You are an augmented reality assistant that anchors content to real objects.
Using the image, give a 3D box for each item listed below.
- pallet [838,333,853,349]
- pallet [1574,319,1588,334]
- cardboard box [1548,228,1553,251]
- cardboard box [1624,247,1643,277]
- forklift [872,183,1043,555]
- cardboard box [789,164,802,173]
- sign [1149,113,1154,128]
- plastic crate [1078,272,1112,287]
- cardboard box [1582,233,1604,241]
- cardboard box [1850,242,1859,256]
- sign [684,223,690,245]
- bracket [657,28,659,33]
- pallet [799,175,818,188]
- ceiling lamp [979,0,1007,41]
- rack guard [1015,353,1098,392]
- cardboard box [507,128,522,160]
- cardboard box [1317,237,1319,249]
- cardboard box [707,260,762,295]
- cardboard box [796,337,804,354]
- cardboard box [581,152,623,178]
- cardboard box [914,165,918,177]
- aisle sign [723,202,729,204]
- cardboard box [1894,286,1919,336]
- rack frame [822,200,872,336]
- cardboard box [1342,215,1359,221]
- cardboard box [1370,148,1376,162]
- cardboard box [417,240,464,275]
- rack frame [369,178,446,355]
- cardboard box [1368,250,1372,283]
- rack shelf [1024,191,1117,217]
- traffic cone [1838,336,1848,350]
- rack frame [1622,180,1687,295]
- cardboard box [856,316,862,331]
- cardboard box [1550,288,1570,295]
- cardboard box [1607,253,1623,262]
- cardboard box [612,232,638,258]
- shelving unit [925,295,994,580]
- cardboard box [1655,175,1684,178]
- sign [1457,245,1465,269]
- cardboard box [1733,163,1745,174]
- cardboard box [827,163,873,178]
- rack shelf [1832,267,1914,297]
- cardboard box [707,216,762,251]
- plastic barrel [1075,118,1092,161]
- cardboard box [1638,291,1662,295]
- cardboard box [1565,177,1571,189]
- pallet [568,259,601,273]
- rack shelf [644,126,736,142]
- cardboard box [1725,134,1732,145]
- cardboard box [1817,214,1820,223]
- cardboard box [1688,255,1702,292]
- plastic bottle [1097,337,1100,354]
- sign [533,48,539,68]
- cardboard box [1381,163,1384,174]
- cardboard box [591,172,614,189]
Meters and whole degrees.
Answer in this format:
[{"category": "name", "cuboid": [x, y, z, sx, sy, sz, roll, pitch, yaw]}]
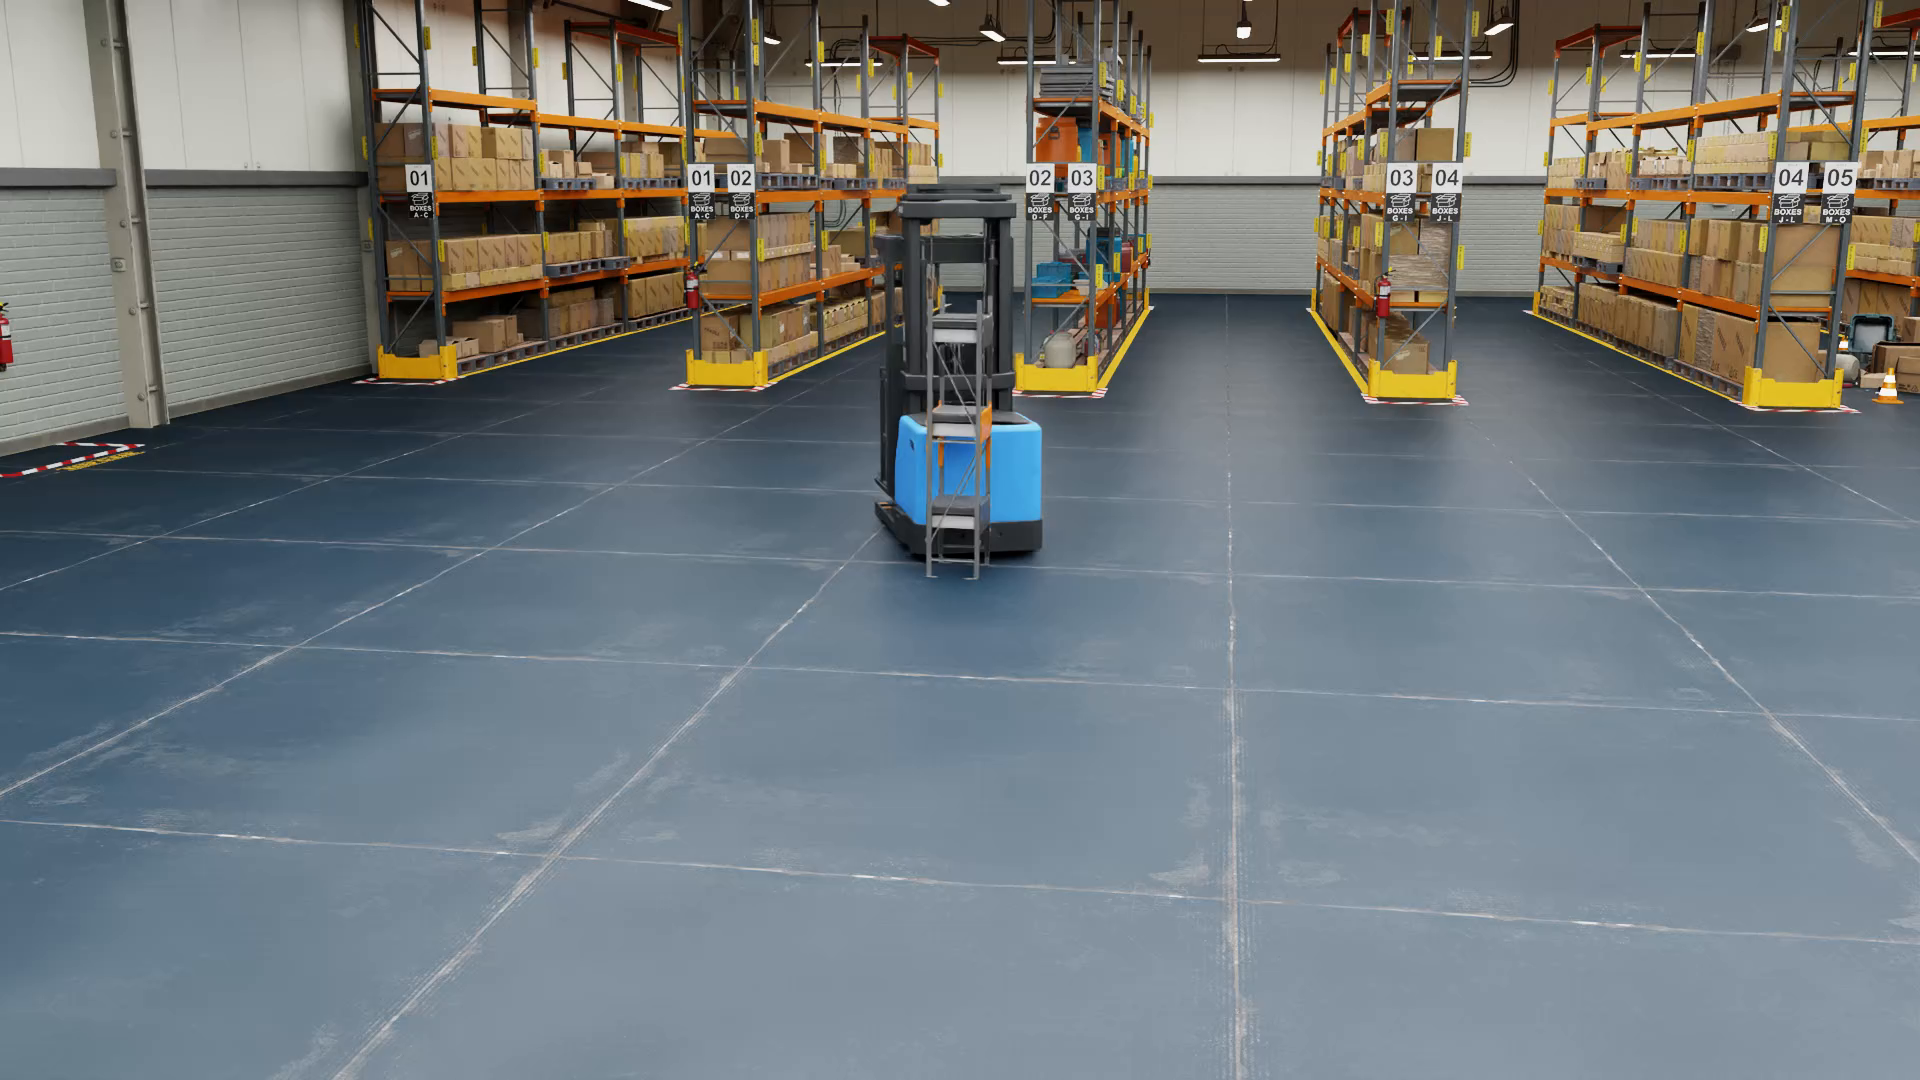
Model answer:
[{"category": "pallet", "cuboid": [-2.585, -3.674, 30.542, 1.003, 0.211, 1.213, 2, 12, 9]}, {"category": "pallet", "cuboid": [12.940, -4.265, 33.282, 1.003, 0.211, 1.213, 2, 12, 9]}, {"category": "cardboard box", "cuboid": [13.274, -6.620, 36.649, 0.500, 0.500, 0.500, 2, 12, 9]}, {"category": "cardboard box", "cuboid": [12.107, -4.922, 29.473, 0.500, 0.500, 0.500, 2, 12, 9]}, {"category": "forklift", "cuboid": [-0.143, -1.577, 14.353, 1.130, 2.935, 3.031, -3, 12, -12]}, {"category": "cardboard box", "cuboid": [-2.761, -5.986, 26.794, 0.380, 0.149, 0.250, 2, 12, 9]}, {"category": "sign", "cuboid": [4.440, -9.725, 38.527, 0.100, 0.325, 0.005, 2, 12, 9]}, {"category": "plastic crate", "cuboid": [2.147, -4.155, 26.507, 0.499, 0.251, 0.616, 2, 12, 9]}, {"category": "cardboard box", "cuboid": [12.424, -5.933, 32.590, 0.380, 0.149, 0.250, 2, 12, 8]}, {"category": "cardboard box", "cuboid": [17.566, -5.630, 32.166, 0.500, 0.250, 0.500, 2, 12, 10]}, {"category": "sign", "cuboid": [-3.995, -4.498, 24.433, 0.100, 0.325, 0.005, 2, 12, 9]}, {"category": "bracket", "cuboid": [-6.843, -11.394, 36.960, 0.235, 0.232, 0.430, 2, 12, 9]}, {"category": "pallet", "cuboid": [-2.951, -5.873, 27.215, 1.003, 0.211, 1.213, 2, 12, 9]}, {"category": "ceiling lamp", "cuboid": [0.926, -11.818, 33.613, 0.800, 3.185, 2.000, 2, 12, 9]}, {"category": "rack guard", "cuboid": [1.399, -2.430, 24.081, 1.175, 0.500, 0.348, 2, 12, 9]}, {"category": "cardboard box", "cuboid": [-7.624, -6.574, 27.598, 0.500, 0.500, 0.500, 3, 12, 12]}, {"category": "cardboard box", "cuboid": [8.448, -6.785, 38.009, 0.500, 0.250, 0.500, 2, 12, 7]}, {"category": "cardboard box", "cuboid": [-3.376, -3.941, 24.924, 0.700, 0.500, 0.500, 2, 12, 9]}, {"category": "cardboard box", "cuboid": [-2.850, -3.177, 27.147, 0.500, 0.250, 0.500, 2, 12, 9]}, {"category": "cardboard box", "cuboid": [-7.109, -7.452, 33.049, 0.700, 0.500, 0.500, 1, 12, 4]}, {"category": "cardboard box", "cuboid": [-1.220, -8.128, 36.639, 0.500, 0.250, 0.500, 2, 12, 9]}, {"category": "aisle sign", "cuboid": [-5.588, -8.562, 40.432, 0.394, 0.787, 0.004, 2, 12, 9]}, {"category": "cardboard box", "cuboid": [17.538, -4.126, 30.064, 0.875, 0.875, 0.875, 2, 12, 8]}, {"category": "rack frame", "cuboid": [-2.230, -5.461, 32.213, 1.000, 3.000, 0.127, 2, 12, 9]}, {"category": "cardboard box", "cuboid": [7.886, -6.105, 32.585, 0.797, 0.503, 0.637, 2, 12, 10]}, {"category": "cardboard box", "cuboid": [7.257, -6.319, 27.834, 0.797, 0.503, 0.637, 2, 12, 11]}, {"category": "cardboard box", "cuboid": [-7.985, -4.348, 25.577, 0.500, 0.500, 0.500, 2, 12, 9]}, {"category": "rack frame", "cuboid": [-8.356, -3.955, 25.226, 1.000, 3.000, 0.127, 2, 12, 9]}, {"category": "cardboard box", "cuboid": [6.605, -4.096, 24.936, 0.875, 0.500, 0.500, 2, 12, 9]}, {"category": "rack shelf", "cuboid": [1.741, -5.165, 25.429, 1.077, 0.370, 4.000, 2, 12, 9]}, {"category": "traffic cone", "cuboid": [14.599, -3.141, 27.472, 0.336, 0.463, 0.334, 2, 12, 9]}, {"category": "rack frame", "cuboid": [12.443, -4.957, 29.876, 1.000, 3.000, 0.127, 2, 12, 9]}, {"category": "cardboard box", "cuboid": [-2.146, -4.097, 31.415, 0.500, 0.250, 0.500, 2, 12, 8]}, {"category": "cardboard box", "cuboid": [13.212, -5.463, 36.582, 0.380, 0.149, 0.250, 1, 12, 6]}, {"category": "cardboard box", "cuboid": [12.065, -5.157, 30.404, 0.380, 0.149, 0.250, 2, 12, 10]}, {"category": "cardboard box", "cuboid": [-6.798, -5.917, 33.341, 0.500, 0.500, 0.500, 2, 12, 10]}, {"category": "shelving unit", "cuboid": [-0.004, -0.781, 12.623, 0.431, 2.100, 0.503, 3, 12, 10]}, {"category": "cardboard box", "cuboid": [12.794, -6.583, 30.061, 0.500, 0.500, 0.500, 2, 12, 9]}, {"category": "sign", "cuboid": [6.864, -3.879, 22.820, 0.100, 0.325, 0.005, 2, 12, 9]}, {"category": "cardboard box", "cuboid": [11.125, -5.234, 23.404, 0.380, 0.149, 0.250, 2, 12, 9]}, {"category": "cardboard box", "cuboid": [-2.196, -7.068, 32.313, 0.910, 0.500, 0.500, 2, 12, 9]}, {"category": "rack shelf", "cuboid": [17.657, -4.883, 31.237, 1.077, 0.370, 4.000, 2, 12, 9]}, {"category": "cardboard box", "cuboid": [-3.368, -4.586, 24.838, 0.700, 0.500, 0.500, 2, 12, 9]}, {"category": "plastic barrel", "cuboid": [1.790, -6.180, 26.242, 0.600, 0.901, 0.708, 2, 12, 9]}, {"category": "cardboard box", "cuboid": [12.788, -4.443, 30.646, 0.500, 0.250, 0.500, 1, 12, 6]}, {"category": "cardboard box", "cuboid": [13.033, -7.503, 34.926, 0.500, 0.250, 0.500, 2, 12, 8]}, {"category": "pallet", "cuboid": [-7.389, -5.113, 31.056, 1.003, 0.211, 1.213, 2, 12, 9]}, {"category": "rack shelf", "cuboid": [-6.203, -9.255, 38.235, 1.077, 0.370, 4.000, 2, 12, 9]}, {"category": "cardboard box", "cuboid": [11.202, -5.731, 23.814, 0.380, 0.149, 0.250, 2, 12, 8]}, {"category": "cardboard box", "cuboid": [17.851, -6.401, 33.964, 0.500, 0.500, 0.500, 2, 12, 8]}, {"category": "cardboard box", "cuboid": [11.783, -4.121, 25.639, 0.875, 0.550, 0.550, 2, 12, 9]}, {"category": "plastic bottle", "cuboid": [2.221, -3.136, 26.826, 0.061, 0.283, 0.133, 3, 12, 12]}, {"category": "sign", "cuboid": [-7.207, -8.195, 28.252, 0.100, 0.325, 0.005, 2, 12, 9]}, {"category": "cardboard box", "cuboid": [6.151, -5.241, 23.480, 0.380, 0.149, 0.250, 1, 12, 6]}, {"category": "cardboard box", "cuboid": [-6.969, -6.895, 31.909, 0.500, 0.311, 0.500, 2, 12, 9]}]
